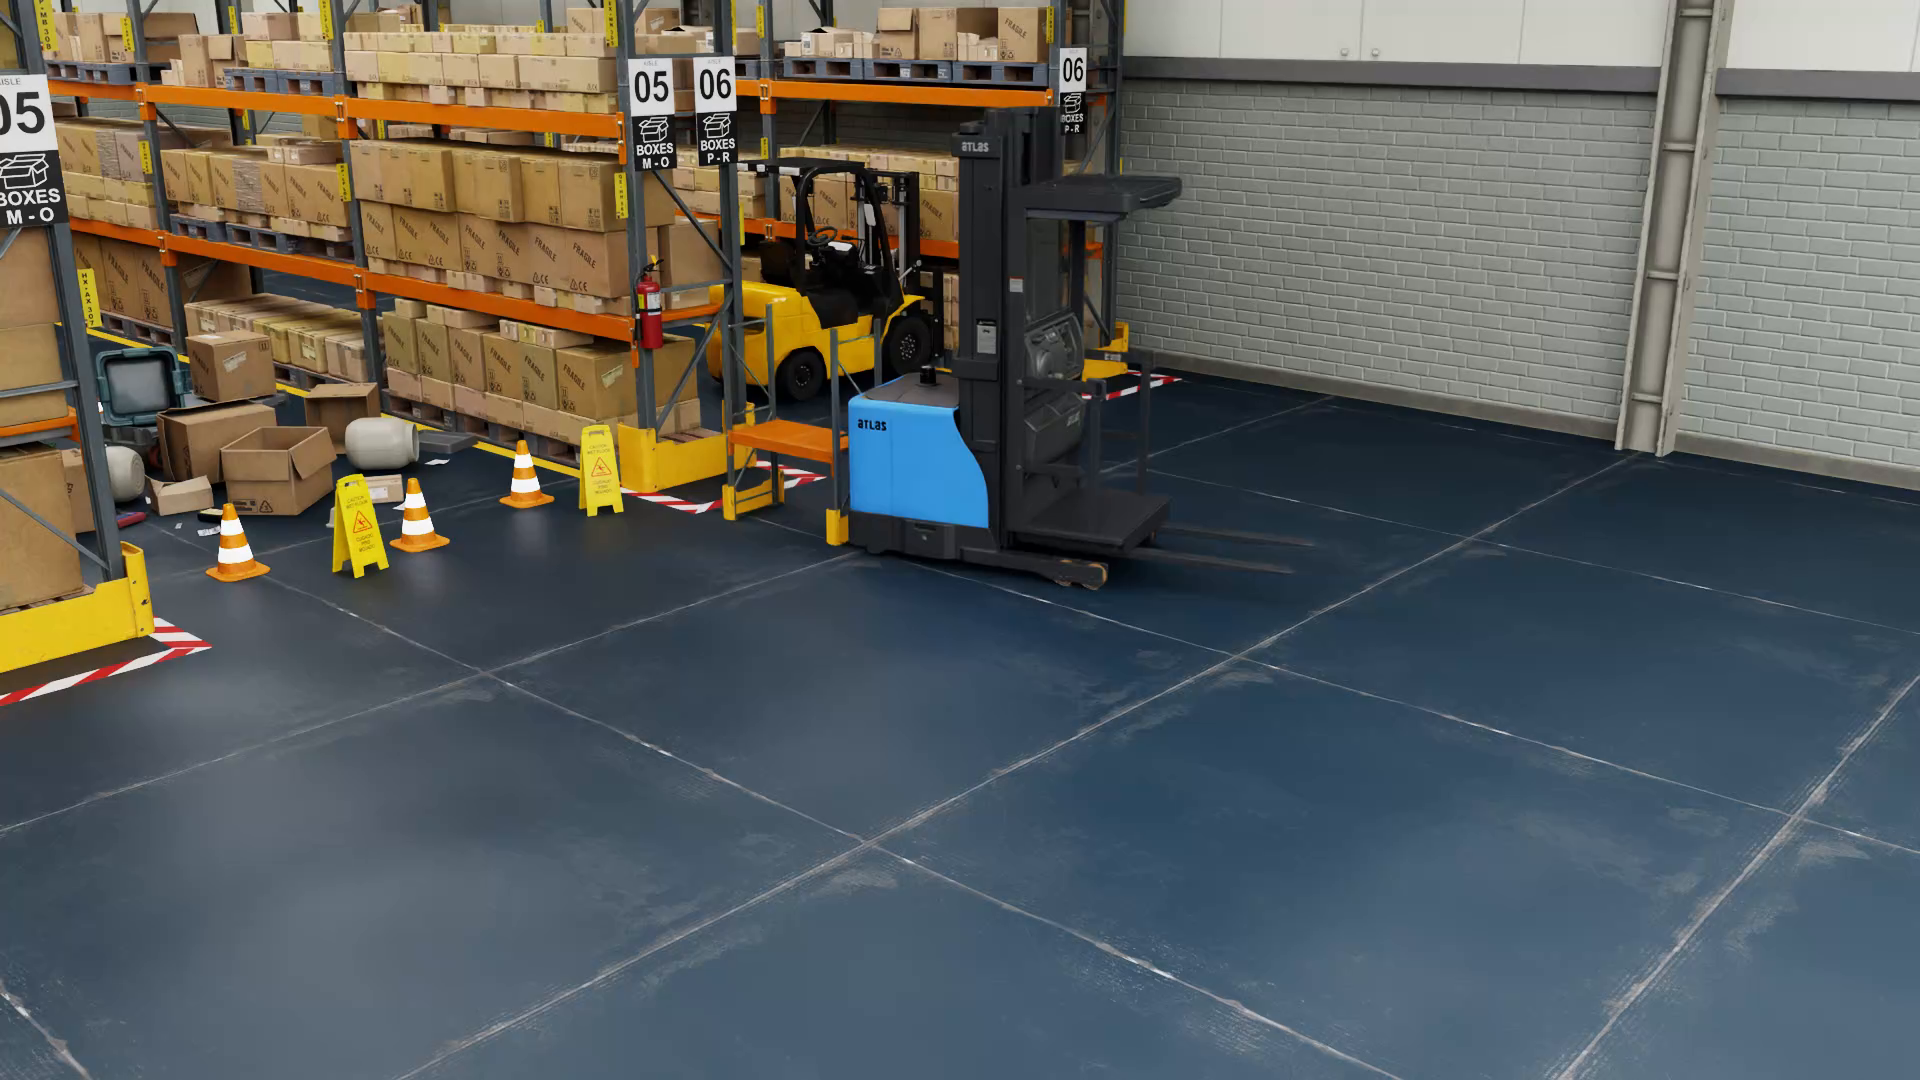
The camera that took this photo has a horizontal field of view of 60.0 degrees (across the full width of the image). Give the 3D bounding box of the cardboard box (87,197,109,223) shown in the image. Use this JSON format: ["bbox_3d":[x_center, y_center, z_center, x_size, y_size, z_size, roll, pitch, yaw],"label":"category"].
[{"bbox_3d":[-9.380,-3.712,18.598,0.500,0.250,0.500,15,23,39],"label":"cardboard box"}]

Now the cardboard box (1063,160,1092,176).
[{"bbox_3d":[1.096,-3.669,16.484,0.250,0.149,0.380,14,23,38],"label":"cardboard box"}]

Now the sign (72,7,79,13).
[{"bbox_3d":[-10.709,-6.291,20.142,0.005,0.325,0.100,15,23,39],"label":"sign"}]

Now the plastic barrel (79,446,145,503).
[{"bbox_3d":[-6.422,-0.485,12.440,0.512,0.421,0.421,-3,18,-8],"label":"plastic barrel"}]

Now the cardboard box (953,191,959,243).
[{"bbox_3d":[0.281,-3.248,16.722,0.500,0.500,0.500,16,24,41],"label":"cardboard box"}]

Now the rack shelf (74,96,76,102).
[{"bbox_3d":[-12.558,-5.829,21.249,4.000,0.370,1.077,15,23,39],"label":"rack shelf"}]

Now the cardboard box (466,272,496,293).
[{"bbox_3d":[-3.898,-2.175,13.922,0.250,0.149,0.380,15,23,39],"label":"cardboard box"}]

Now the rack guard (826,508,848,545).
[{"bbox_3d":[-0.722,-0.157,11.694,0.087,0.250,0.587,13,22,35],"label":"rack guard"}]

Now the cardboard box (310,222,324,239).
[{"bbox_3d":[-5.832,-2.912,15.550,0.250,0.149,0.380,14,22,38],"label":"cardboard box"}]

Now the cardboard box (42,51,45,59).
[{"bbox_3d":[-10.348,-5.525,18.797,0.250,0.166,0.380,13,22,36],"label":"cardboard box"}]

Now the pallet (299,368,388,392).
[{"bbox_3d":[-5.662,-1.561,16.181,1.213,0.211,1.003,15,23,39],"label":"pallet"}]

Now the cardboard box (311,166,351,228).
[{"bbox_3d":[-5.577,-3.164,15.272,0.500,0.500,0.500,15,23,38],"label":"cardboard box"}]

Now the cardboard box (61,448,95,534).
[{"bbox_3d":[-6.447,-0.324,11.802,0.500,0.500,0.500,-13,22,-36],"label":"cardboard box"}]

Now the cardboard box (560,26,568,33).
[{"bbox_3d":[-4.871,-6.487,21.233,0.250,0.149,0.380,14,22,37],"label":"cardboard box"}]

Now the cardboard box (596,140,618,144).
[{"bbox_3d":[-4.401,-4.998,21.164,0.250,0.149,0.380,16,24,41],"label":"cardboard box"}]

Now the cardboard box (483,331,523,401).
[{"bbox_3d":[-3.625,-1.487,13.949,0.500,0.500,0.500,14,23,38],"label":"cardboard box"}]

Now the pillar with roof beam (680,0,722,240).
[{"bbox_3d":[-6.063,-6.488,17.180,0.400,9.000,9.100,15,23,39],"label":"pillar with roof beam"}]

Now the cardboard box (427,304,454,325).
[{"bbox_3d":[-4.377,-1.969,14.397,0.250,0.149,0.380,16,24,41],"label":"cardboard box"}]

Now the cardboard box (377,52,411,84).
[{"bbox_3d":[-4.540,-3.982,13.998,0.500,0.250,0.500,15,23,39],"label":"cardboard box"}]

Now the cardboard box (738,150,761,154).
[{"bbox_3d":[-2.464,-4.496,19.583,0.250,0.149,0.380,15,23,39],"label":"cardboard box"}]

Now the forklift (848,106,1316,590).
[{"bbox_3d":[0.801,-1.263,10.745,3.031,2.935,1.130,8,19,23],"label":"forklift"}]

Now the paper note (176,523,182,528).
[{"bbox_3d":[-5.599,-0.102,11.916,0.032,0.001,0.123,-6,18,-18],"label":"paper note"}]

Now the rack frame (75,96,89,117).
[{"bbox_3d":[-11.062,-4.340,20.329,0.127,3.000,1.000,15,23,39],"label":"rack frame"}]

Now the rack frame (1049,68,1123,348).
[{"bbox_3d":[1.205,-3.055,16.278,0.127,3.000,1.000,15,23,39],"label":"rack frame"}]

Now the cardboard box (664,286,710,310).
[{"bbox_3d":[-2.204,-1.926,13.137,0.250,0.149,0.380,15,23,39],"label":"cardboard box"}]

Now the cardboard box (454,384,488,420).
[{"bbox_3d":[-4.011,-1.233,14.391,0.500,0.250,0.500,15,23,39],"label":"cardboard box"}]

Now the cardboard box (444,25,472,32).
[{"bbox_3d":[-6.647,-6.708,21.896,0.250,0.149,0.380,15,23,40],"label":"cardboard box"}]

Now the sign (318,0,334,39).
[{"bbox_3d":[-5.445,-4.471,14.278,0.005,0.325,0.100,15,23,39],"label":"sign"}]

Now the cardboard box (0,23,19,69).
[{"bbox_3d":[-5.488,-2.693,9.077,0.500,0.250,0.500,15,23,39],"label":"cardboard box"}]

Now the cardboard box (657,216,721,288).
[{"bbox_3d":[-2.257,-2.278,13.174,0.500,0.500,0.500,15,23,38],"label":"cardboard box"}]

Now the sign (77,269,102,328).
[{"bbox_3d":[-4.924,-1.365,9.393,0.005,0.325,0.100,15,23,39],"label":"sign"}]

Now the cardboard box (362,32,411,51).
[{"bbox_3d":[-4.846,-4.241,14.155,0.250,0.149,0.380,16,24,41],"label":"cardboard box"}]

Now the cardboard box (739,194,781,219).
[{"bbox_3d":[-2.337,-3.828,18.963,0.500,0.250,0.500,16,23,40],"label":"cardboard box"}]

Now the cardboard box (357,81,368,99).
[{"bbox_3d":[-5.008,-3.925,14.476,0.250,0.149,0.380,15,23,38],"label":"cardboard box"}]

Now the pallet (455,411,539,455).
[{"bbox_3d":[-3.636,-1.033,14.518,1.213,0.211,1.003,15,23,39],"label":"pallet"}]

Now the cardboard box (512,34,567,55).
[{"bbox_3d":[-3.240,-3.843,12.900,0.250,0.149,0.380,15,23,39],"label":"cardboard box"}]

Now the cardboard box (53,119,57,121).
[{"bbox_3d":[-10.924,-4.711,19.679,0.500,0.500,0.500,15,23,40],"label":"cardboard box"}]

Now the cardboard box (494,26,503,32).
[{"bbox_3d":[-5.753,-6.532,21.374,0.250,0.149,0.380,15,23,38],"label":"cardboard box"}]

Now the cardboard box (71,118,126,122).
[{"bbox_3d":[-10.170,-4.729,19.737,0.500,0.500,0.500,16,23,40],"label":"cardboard box"}]

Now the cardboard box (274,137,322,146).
[{"bbox_3d":[-6.660,-3.971,16.742,0.250,0.149,0.380,14,22,37],"label":"cardboard box"}]

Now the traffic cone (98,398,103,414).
[{"bbox_3d":[-7.816,-1.289,14.908,0.334,0.463,0.336,15,23,39],"label":"traffic cone"}]

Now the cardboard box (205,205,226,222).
[{"bbox_3d":[-7.396,-3.321,16.837,0.250,0.149,0.380,15,23,40],"label":"cardboard box"}]

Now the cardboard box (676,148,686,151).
[{"bbox_3d":[-3.505,-4.600,19.909,0.250,0.149,0.380,15,23,39],"label":"cardboard box"}]

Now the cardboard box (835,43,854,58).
[{"bbox_3d":[-1.078,-5.102,17.327,0.250,0.149,0.380,16,24,41],"label":"cardboard box"}]

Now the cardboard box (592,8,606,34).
[{"bbox_3d":[-3.955,-6.107,19.912,0.500,0.500,0.700,14,23,38],"label":"cardboard box"}]

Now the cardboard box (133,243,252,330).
[{"bbox_3d":[-8.532,-2.882,18.552,0.875,0.875,0.875,15,23,39],"label":"cardboard box"}]

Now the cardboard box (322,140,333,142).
[{"bbox_3d":[-9.446,-5.885,24.953,0.500,0.250,0.500,14,23,38],"label":"cardboard box"}]

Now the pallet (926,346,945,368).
[{"bbox_3d":[-0.303,-2.115,17.925,1.213,0.211,1.003,15,23,39],"label":"pallet"}]

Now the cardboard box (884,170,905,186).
[{"bbox_3d":[-0.580,-3.776,17.313,0.250,0.149,0.380,14,23,38],"label":"cardboard box"}]

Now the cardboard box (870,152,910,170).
[{"bbox_3d":[-0.729,-3.984,17.478,0.250,0.149,0.380,15,23,39],"label":"cardboard box"}]

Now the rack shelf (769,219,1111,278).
[{"bbox_3d":[-0.291,-3.113,17.652,4.000,0.370,1.077,15,23,39],"label":"rack shelf"}]

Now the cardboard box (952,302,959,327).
[{"bbox_3d":[0.265,-2.313,16.965,0.500,0.250,0.500,15,23,39],"label":"cardboard box"}]

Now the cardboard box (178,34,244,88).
[{"bbox_3d":[-7.368,-4.822,16.722,0.500,0.500,0.700,15,23,39],"label":"cardboard box"}]

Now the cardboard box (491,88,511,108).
[{"bbox_3d":[-3.479,-3.513,13.177,0.250,0.149,0.380,14,22,38],"label":"cardboard box"}]

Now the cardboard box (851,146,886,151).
[{"bbox_3d":[-0.980,-4.251,18.317,0.250,0.149,0.380,15,23,39],"label":"cardboard box"}]

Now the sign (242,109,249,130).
[{"bbox_3d":[-11.122,-6.557,25.882,0.005,0.325,0.100,15,23,39],"label":"sign"}]

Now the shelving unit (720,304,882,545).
[{"bbox_3d":[-1.120,-0.844,11.790,1.083,1.500,0.587,13,22,35],"label":"shelving unit"}]
